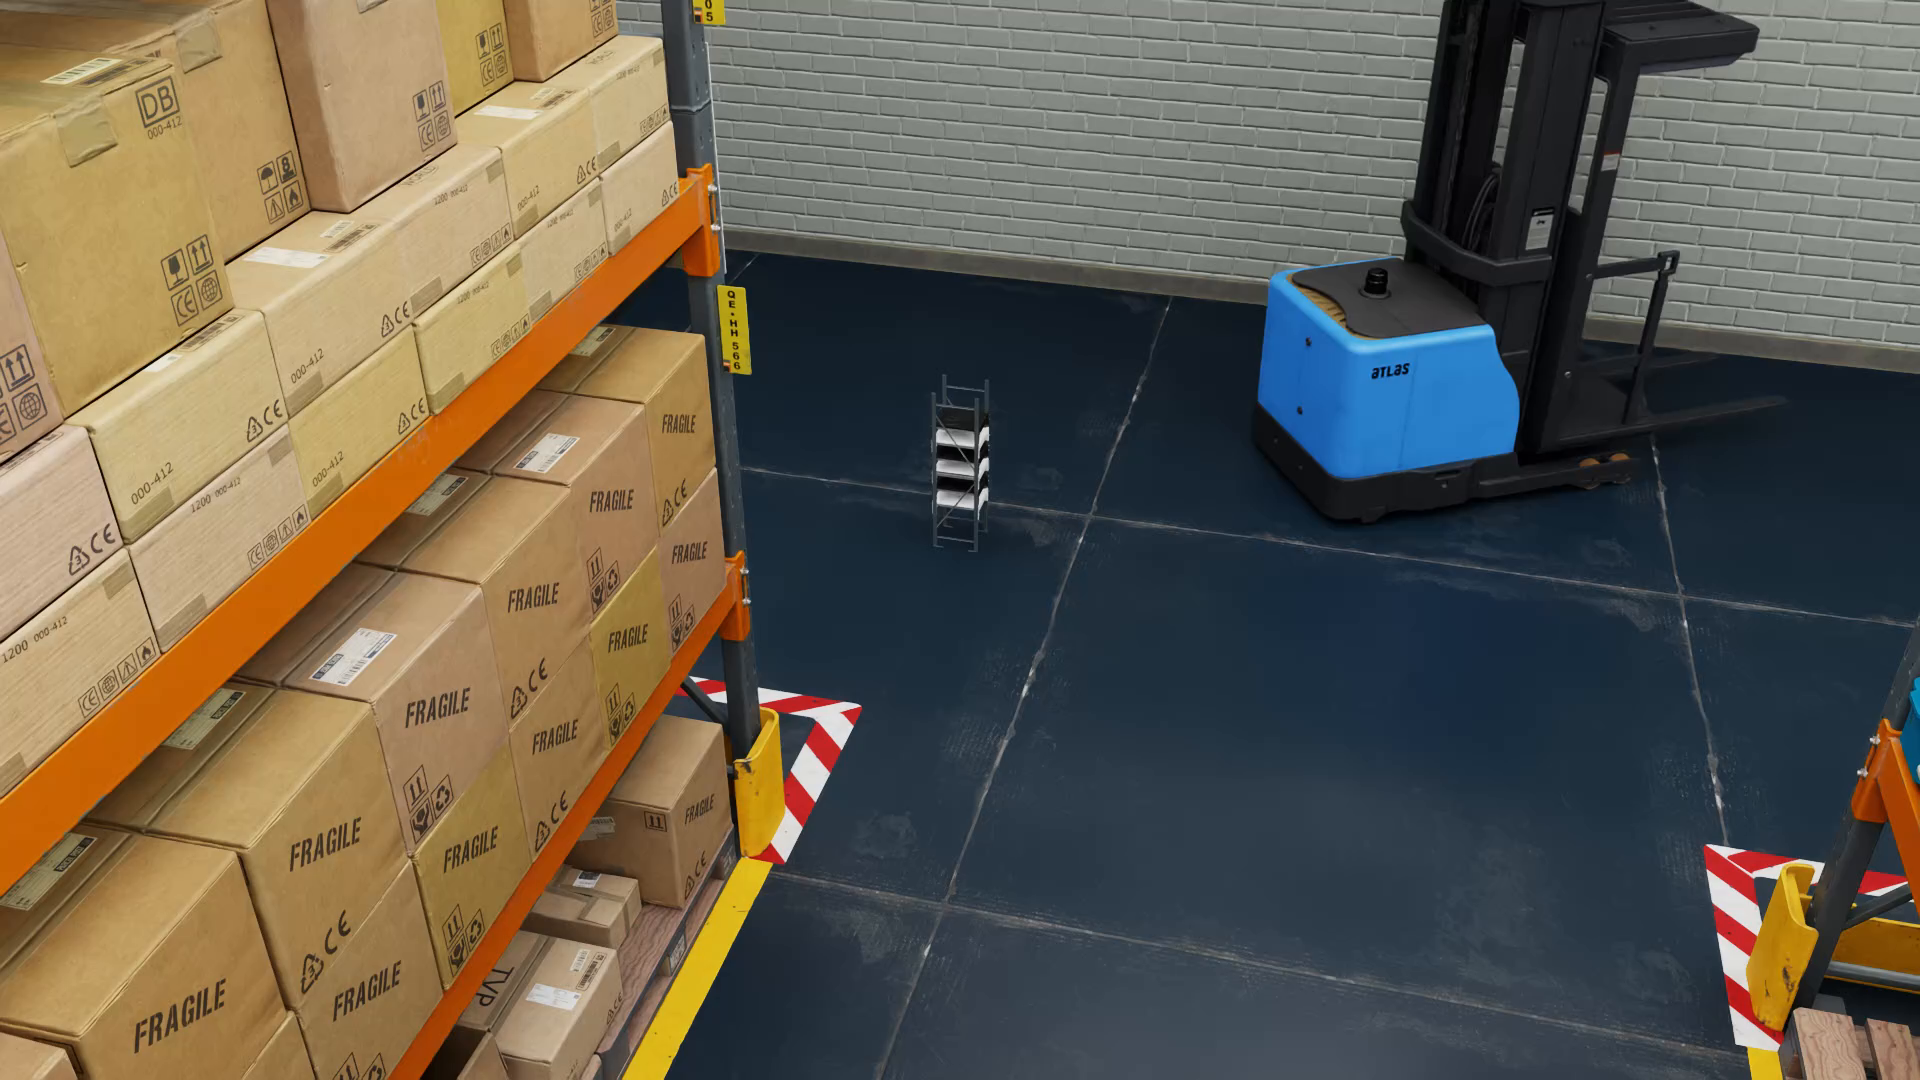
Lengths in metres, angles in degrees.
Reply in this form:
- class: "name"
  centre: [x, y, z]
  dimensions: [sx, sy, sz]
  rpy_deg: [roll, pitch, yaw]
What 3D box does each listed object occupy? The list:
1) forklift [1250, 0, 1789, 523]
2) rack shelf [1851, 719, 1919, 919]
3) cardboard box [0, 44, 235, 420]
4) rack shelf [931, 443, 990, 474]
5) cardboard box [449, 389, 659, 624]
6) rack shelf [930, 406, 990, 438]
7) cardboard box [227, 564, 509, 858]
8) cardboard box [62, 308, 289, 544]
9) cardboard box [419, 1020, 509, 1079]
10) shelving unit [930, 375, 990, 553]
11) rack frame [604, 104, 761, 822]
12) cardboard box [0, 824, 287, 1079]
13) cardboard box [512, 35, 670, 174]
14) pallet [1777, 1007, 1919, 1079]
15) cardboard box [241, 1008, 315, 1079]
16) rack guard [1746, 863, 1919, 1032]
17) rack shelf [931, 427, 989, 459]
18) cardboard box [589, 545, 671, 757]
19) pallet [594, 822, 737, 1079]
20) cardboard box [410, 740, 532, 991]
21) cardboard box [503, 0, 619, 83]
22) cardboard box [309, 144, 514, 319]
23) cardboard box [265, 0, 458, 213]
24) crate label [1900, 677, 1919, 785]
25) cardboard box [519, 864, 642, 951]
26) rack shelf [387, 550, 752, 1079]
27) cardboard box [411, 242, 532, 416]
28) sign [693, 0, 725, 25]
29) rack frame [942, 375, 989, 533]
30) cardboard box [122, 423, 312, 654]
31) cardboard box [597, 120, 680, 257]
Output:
- class: "forklift"
  centre: [3.244, -1.779, 8.816]
  dimensions: [3.031, 2.935, 1.130]
  rpy_deg: [-9, 34, -15]
- class: "rack shelf"
  centre: [2.977, 1.835, 3.739]
  dimensions: [1.077, 0.370, 4.000]
  rpy_deg: [8, 33, 12]
- class: "cardboard box"
  centre: [-1.850, -0.595, 3.069]
  dimensions: [0.700, 0.500, 0.500]
  rpy_deg: [8, 33, 12]
- class: "rack shelf"
  centre: [0.002, -0.432, 8.485]
  dimensions: [0.258, 0.077, 0.200]
  rpy_deg: [8, 33, 12]
- class: "cardboard box"
  centre: [-1.280, -0.117, 5.112]
  dimensions: [0.500, 0.500, 0.500]
  rpy_deg: [9, 34, 14]
- class: "rack shelf"
  centre: [0.002, -0.584, 8.388]
  dimensions: [0.258, 0.077, 0.200]
  rpy_deg: [8, 33, 12]
- class: "cardboard box"
  centre: [-1.538, 0.420, 4.269]
  dimensions: [0.500, 0.500, 0.500]
  rpy_deg: [9, 34, 14]
- class: "cardboard box"
  centre: [-1.694, -0.257, 3.236]
  dimensions: [0.500, 0.250, 0.500]
  rpy_deg: [8, 33, 12]
- class: "cardboard box"
  centre: [-1.849, 1.785, 5.063]
  dimensions: [0.797, 0.503, 0.637]
  rpy_deg: [8, 33, 12]
- class: "shelving unit"
  centre: [0.002, -0.384, 8.515]
  dimensions: [0.258, 0.900, 0.210]
  rpy_deg: [8, 33, 12]
- class: "rack frame"
  centre: [-1.306, -0.183, 6.242]
  dimensions: [1.000, 3.000, 0.127]
  rpy_deg: [8, 33, 12]
- class: "cardboard box"
  centre: [-1.799, 0.955, 3.427]
  dimensions: [0.500, 0.500, 0.500]
  rpy_deg: [7, 33, 11]
- class: "cardboard box"
  centre: [-1.190, -1.295, 4.869]
  dimensions: [0.500, 0.250, 0.500]
  rpy_deg: [8, 33, 12]
- class: "pallet"
  centre: [3.237, 2.093, 5.261]
  dimensions: [1.003, 0.211, 1.213]
  rpy_deg: [8, 33, 12]
- class: "cardboard box"
  centre: [-1.801, 1.357, 3.726]
  dimensions: [0.500, 0.500, 0.500]
  rpy_deg: [9, 33, 13]
- class: "rack guard"
  centre: [3.478, 1.534, 5.871]
  dimensions: [1.175, 0.500, 0.348]
  rpy_deg: [8, 33, 12]
- class: "rack shelf"
  centre: [0.002, -0.508, 8.437]
  dimensions: [0.258, 0.077, 0.200]
  rpy_deg: [8, 33, 12]
- class: "cardboard box"
  centre: [-1.285, 0.314, 5.367]
  dimensions: [0.500, 0.500, 0.500]
  rpy_deg: [8, 33, 13]
- class: "pallet"
  centre: [-1.527, 1.447, 6.277]
  dimensions: [1.003, 0.211, 1.213]
  rpy_deg: [8, 33, 12]
- class: "cardboard box"
  centre: [-1.545, 0.834, 4.550]
  dimensions: [0.500, 0.500, 0.500]
  rpy_deg: [8, 33, 12]
- class: "cardboard box"
  centre: [-1.421, -1.644, 4.719]
  dimensions: [0.700, 0.500, 0.500]
  rpy_deg: [8, 33, 12]
- class: "cardboard box"
  centre: [-1.447, -0.777, 4.054]
  dimensions: [0.500, 0.250, 0.500]
  rpy_deg: [8, 33, 12]
- class: "cardboard box"
  centre: [-1.653, -1.122, 3.898]
  dimensions: [0.700, 0.500, 0.500]
  rpy_deg: [8, 33, 12]
- class: "crate label"
  centre: [3.103, 0.622, 5.076]
  dimensions: [0.416, 0.233, 0.303]
  rpy_deg: [8, 33, 12]
- class: "cardboard box"
  centre: [-1.396, 1.341, 6.076]
  dimensions: [0.380, 0.166, 0.250]
  rpy_deg: [8, 33, 12]
- class: "rack shelf"
  centre: [-1.814, 1.158, 4.802]
  dimensions: [1.077, 0.370, 4.000]
  rpy_deg: [8, 33, 12]
- class: "cardboard box"
  centre: [-1.433, -0.564, 4.185]
  dimensions: [0.500, 0.250, 0.500]
  rpy_deg: [8, 33, 12]
- class: "sign"
  centre: [-0.774, -1.737, 5.065]
  dimensions: [0.100, 0.325, 0.005]
  rpy_deg: [8, 33, 12]
- class: "rack frame"
  centre: [0.028, -0.437, 8.598]
  dimensions: [0.240, 0.900, 0.006]
  rpy_deg: [8, 33, 12]
- class: "cardboard box"
  centre: [-1.699, -0.047, 3.371]
  dimensions: [0.500, 0.250, 0.500]
  rpy_deg: [8, 33, 12]
- class: "cardboard box"
  centre: [-1.181, -1.083, 5.002]
  dimensions: [0.500, 0.250, 0.500]
  rpy_deg: [8, 33, 12]
